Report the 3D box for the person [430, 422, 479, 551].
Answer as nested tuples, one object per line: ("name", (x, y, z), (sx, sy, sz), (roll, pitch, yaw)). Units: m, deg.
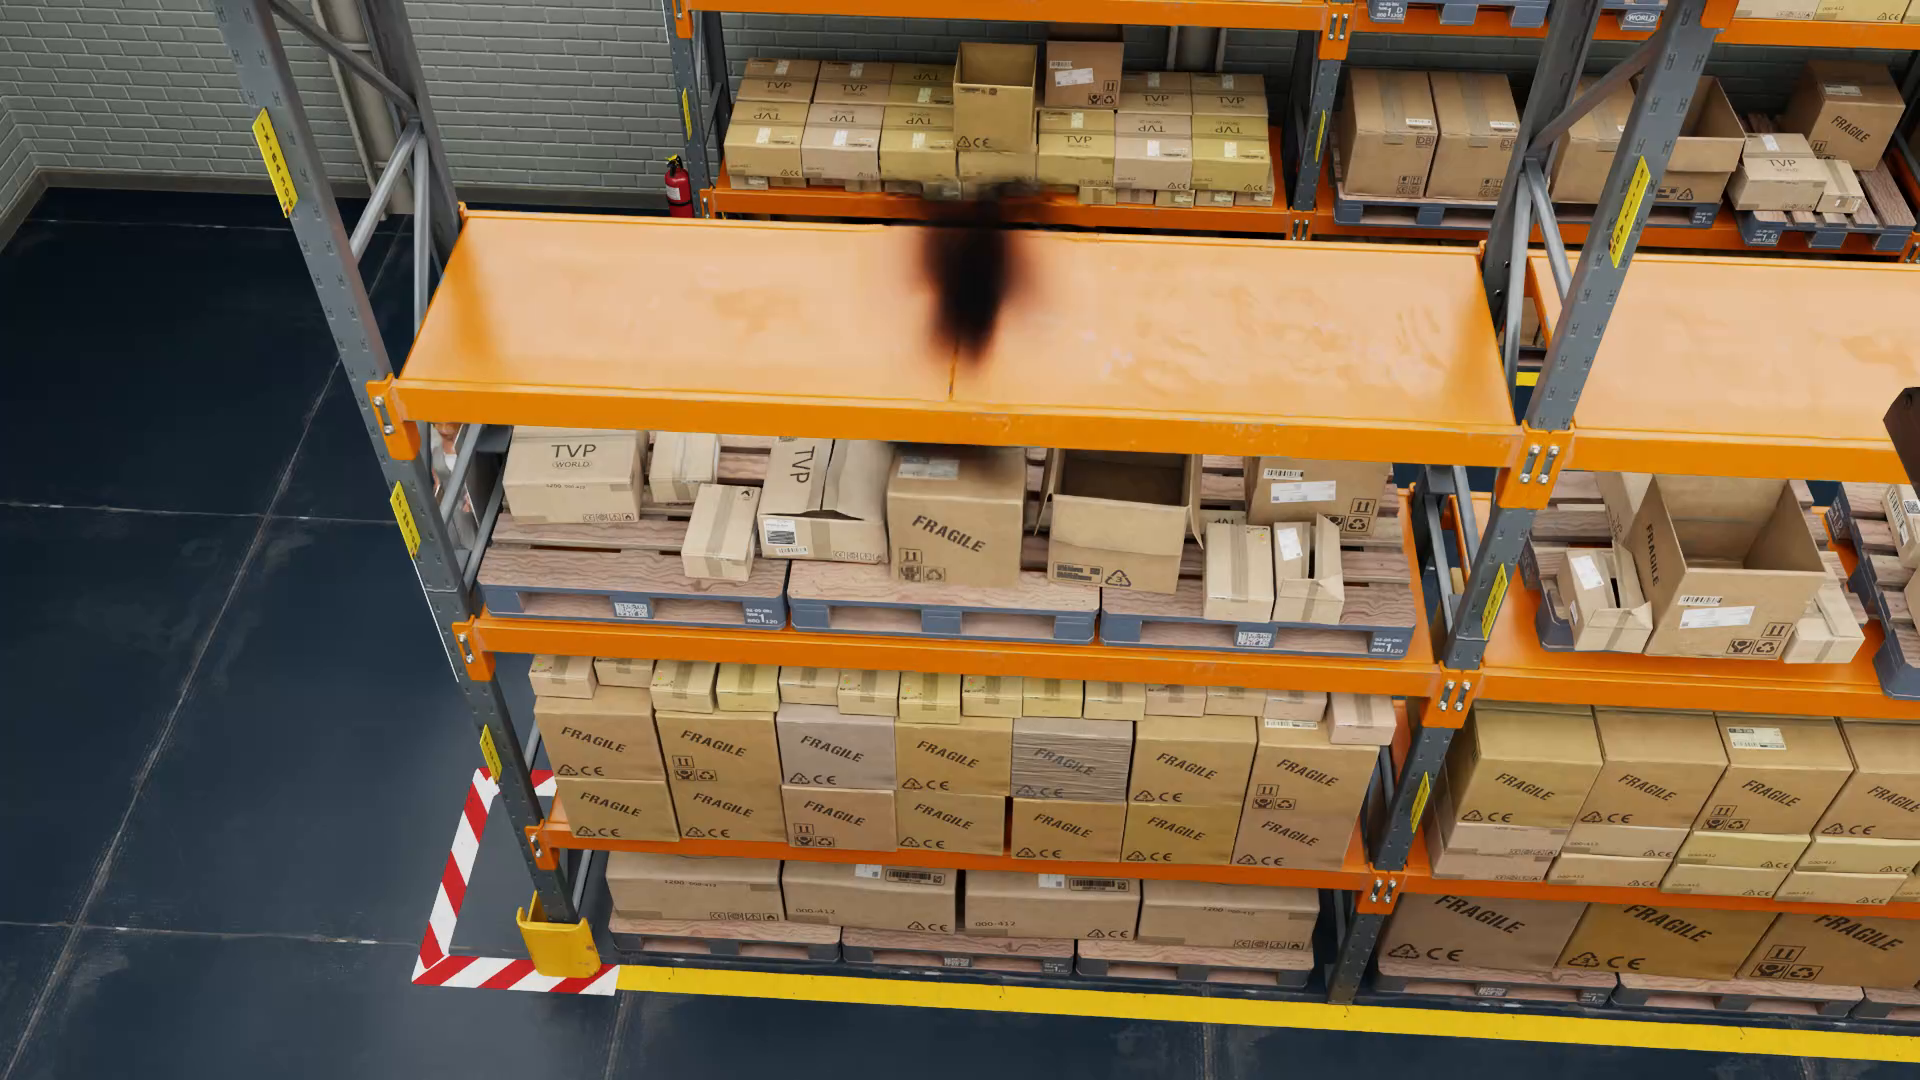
("person", (-2.897, -0.295, 9.944), (0.542, 1.566, 0.724), (4, 48, 4))
